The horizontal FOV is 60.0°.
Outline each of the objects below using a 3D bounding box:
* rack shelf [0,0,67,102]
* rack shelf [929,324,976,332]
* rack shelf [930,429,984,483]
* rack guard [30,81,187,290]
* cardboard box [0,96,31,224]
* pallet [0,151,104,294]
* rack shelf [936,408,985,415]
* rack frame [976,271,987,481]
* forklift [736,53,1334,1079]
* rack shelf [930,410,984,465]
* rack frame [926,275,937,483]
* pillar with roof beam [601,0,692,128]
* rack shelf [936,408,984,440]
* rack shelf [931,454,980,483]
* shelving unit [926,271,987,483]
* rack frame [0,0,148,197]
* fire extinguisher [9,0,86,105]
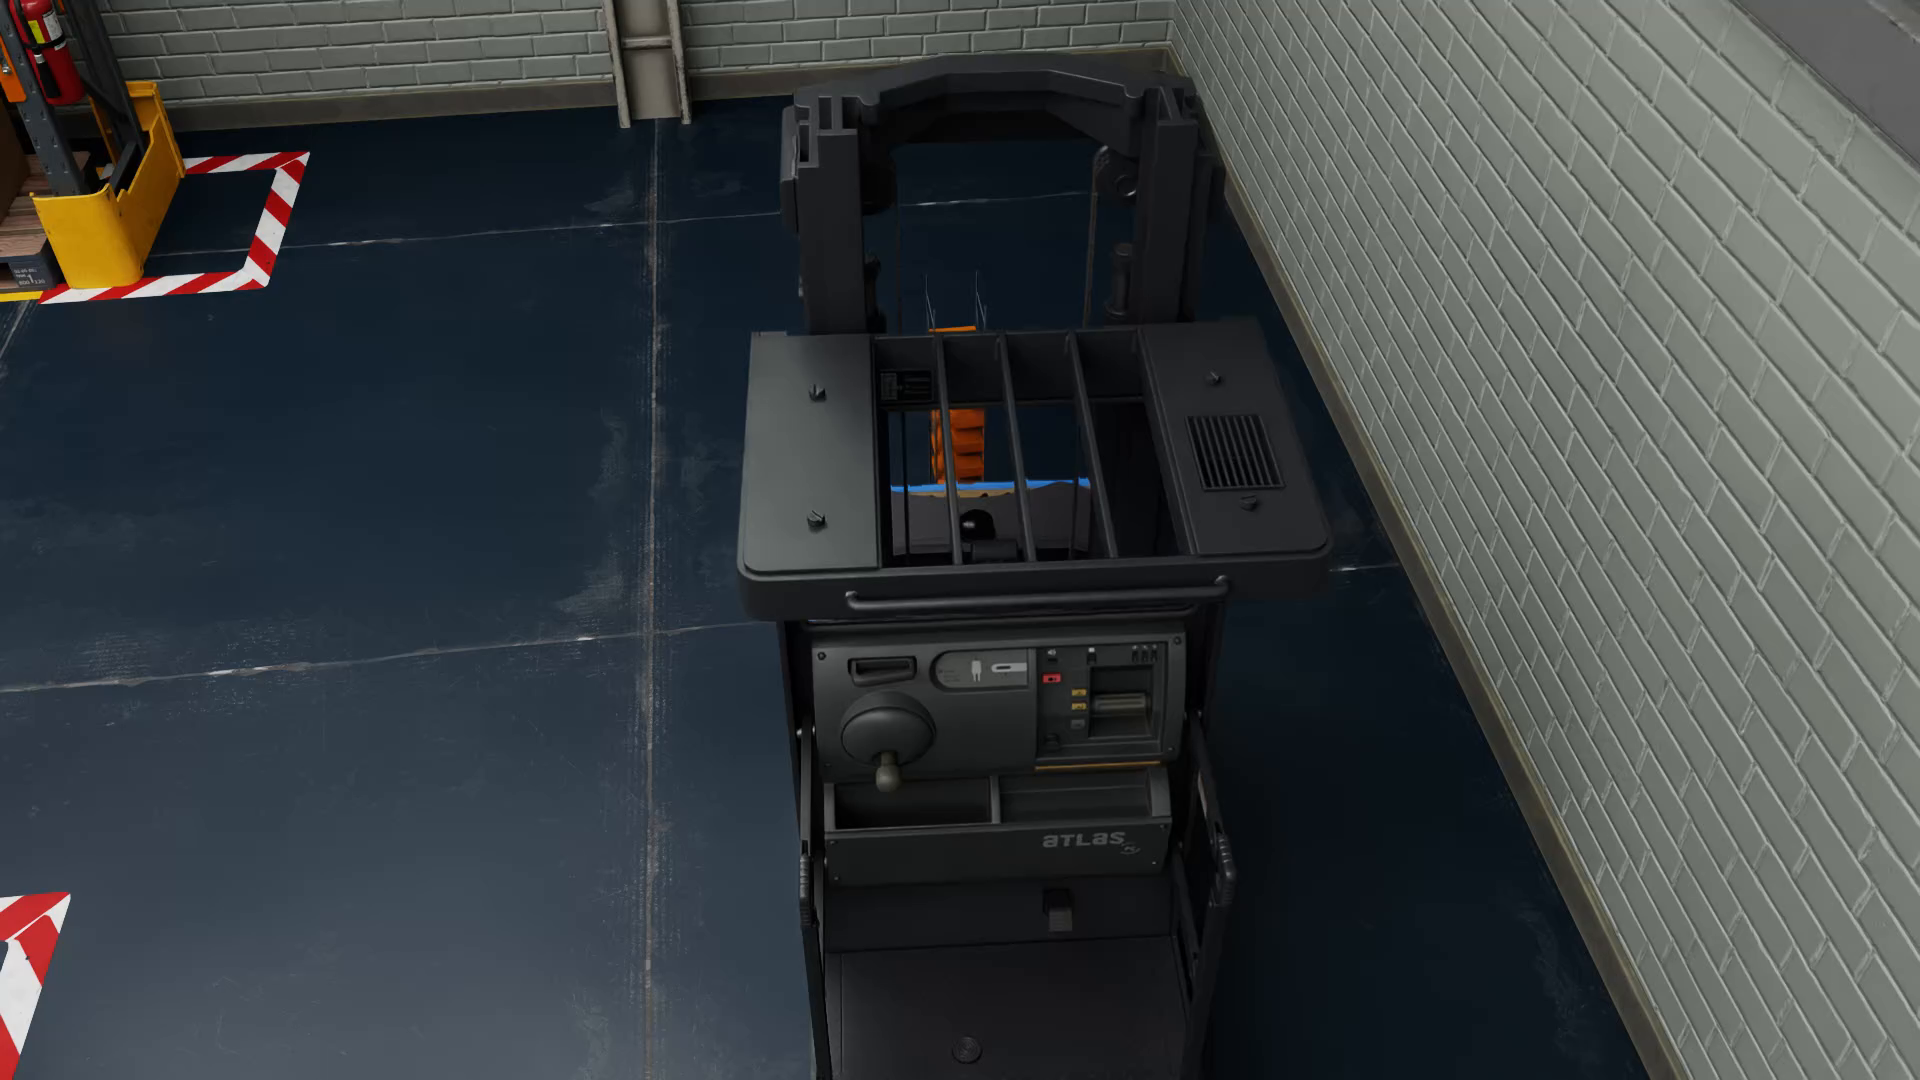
[{"bbox_3d":[-6.271,-2.289,7.586,4.000,0.370,1.077,-5,42,-6],"label":"rack shelf"},{"bbox_3d":[-0.014,-0.679,6.135,0.180,0.103,0.258,-5,42,-6],"label":"rack shelf"},{"bbox_3d":[-0.014,-0.322,6.457,0.180,0.103,0.258,-5,42,-6],"label":"rack shelf"},{"bbox_3d":[-4.264,-1.804,8.377,0.348,0.500,1.175,-5,42,-6],"label":"rack guard"},{"bbox_3d":[-4.969,-1.831,8.093,0.500,0.500,0.700,-5,42,-6],"label":"cardboard box"},{"bbox_3d":[-5.071,-1.573,8.337,1.213,0.211,1.003,-5,42,-6],"label":"pallet"},{"bbox_3d":[-0.014,-0.589,6.216,0.180,0.103,0.258,-5,42,-6],"label":"rack shelf"},{"bbox_3d":[0.076,-0.452,6.356,0.006,1.200,0.240,-5,42,-6],"label":"rack frame"},{"bbox_3d":[0.116,0.504,4.003,1.130,2.935,3.031,-2,42,-3],"label":"forklift"},{"bbox_3d":[-0.014,-0.411,6.376,0.180,0.103,0.258,-5,42,-6],"label":"rack shelf"},{"bbox_3d":[-0.105,-0.436,6.338,0.006,1.200,0.240,-5,42,-6],"label":"rack frame"},{"bbox_3d":[-1.165,-2.908,3.255,0.400,9.000,9.100,-5,42,-6],"label":"pillar with roof beam"},{"bbox_3d":[-0.014,-0.500,6.296,0.180,0.103,0.258,-5,42,-6],"label":"rack shelf"},{"bbox_3d":[-0.014,-0.233,6.537,0.180,0.103,0.258,-5,42,-6],"label":"rack shelf"},{"bbox_3d":[-0.014,-0.444,6.347,0.189,1.200,0.258,-5,42,-6],"label":"shelving unit"},{"bbox_3d":[-4.288,-2.730,7.537,0.127,3.000,1.000,-5,42,-6],"label":"rack frame"},{"bbox_3d":[-4.078,-2.269,7.363,0.183,0.674,0.296,-5,42,-6],"label":"fire extinguisher"}]
